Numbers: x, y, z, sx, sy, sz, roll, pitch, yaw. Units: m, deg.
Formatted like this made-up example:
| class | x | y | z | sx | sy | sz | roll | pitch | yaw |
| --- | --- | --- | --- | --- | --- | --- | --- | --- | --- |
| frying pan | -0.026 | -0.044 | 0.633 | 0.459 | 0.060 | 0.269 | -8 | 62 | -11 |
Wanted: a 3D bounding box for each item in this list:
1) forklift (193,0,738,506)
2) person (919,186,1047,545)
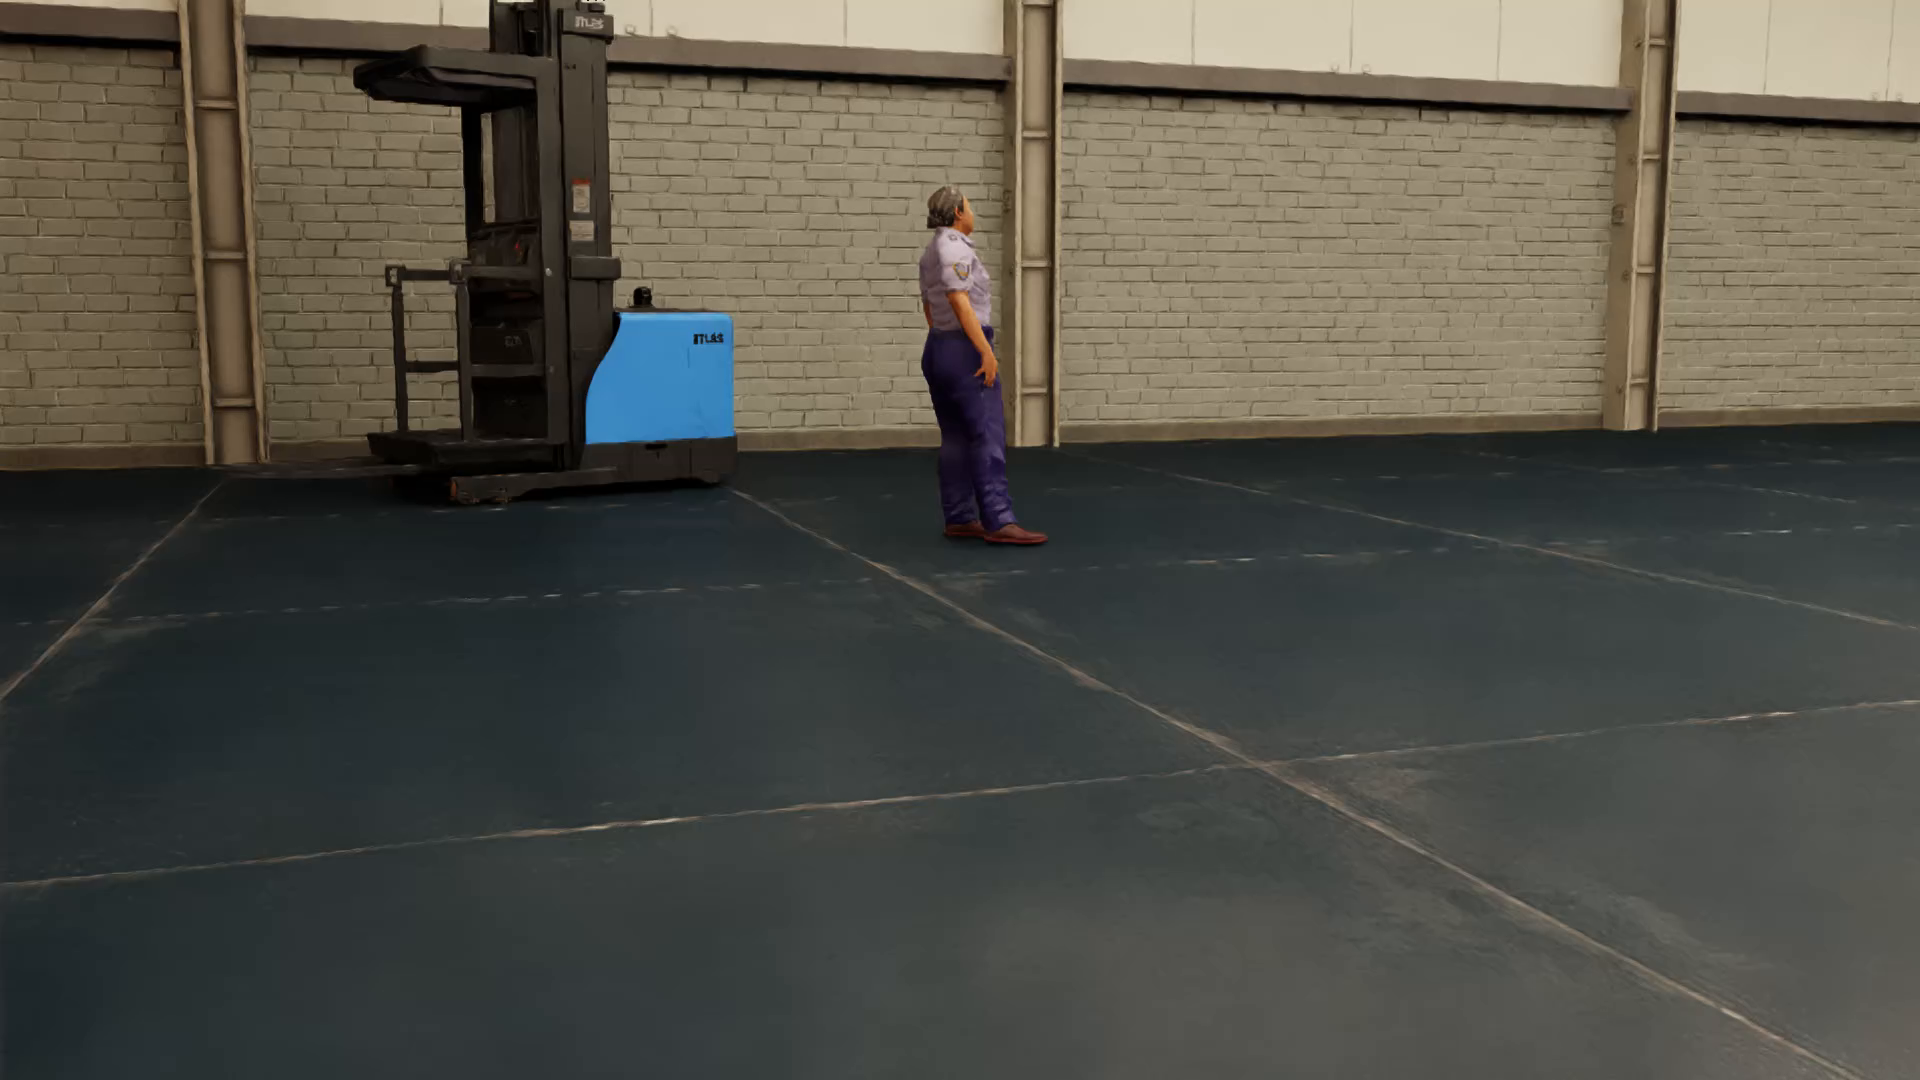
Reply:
| class | x | y | z | sx | sy | sz | roll | pitch | yaw |
| --- | --- | --- | --- | --- | --- | --- | --- | --- | --- |
| forklift | -2.868 | -1.725 | 9.735 | 3.031 | 2.935 | 1.130 | -6 | 10 | -38 |
| person | 0.093 | -0.819 | 7.820 | 0.501 | 1.640 | 0.599 | -3 | 8 | -18 |
